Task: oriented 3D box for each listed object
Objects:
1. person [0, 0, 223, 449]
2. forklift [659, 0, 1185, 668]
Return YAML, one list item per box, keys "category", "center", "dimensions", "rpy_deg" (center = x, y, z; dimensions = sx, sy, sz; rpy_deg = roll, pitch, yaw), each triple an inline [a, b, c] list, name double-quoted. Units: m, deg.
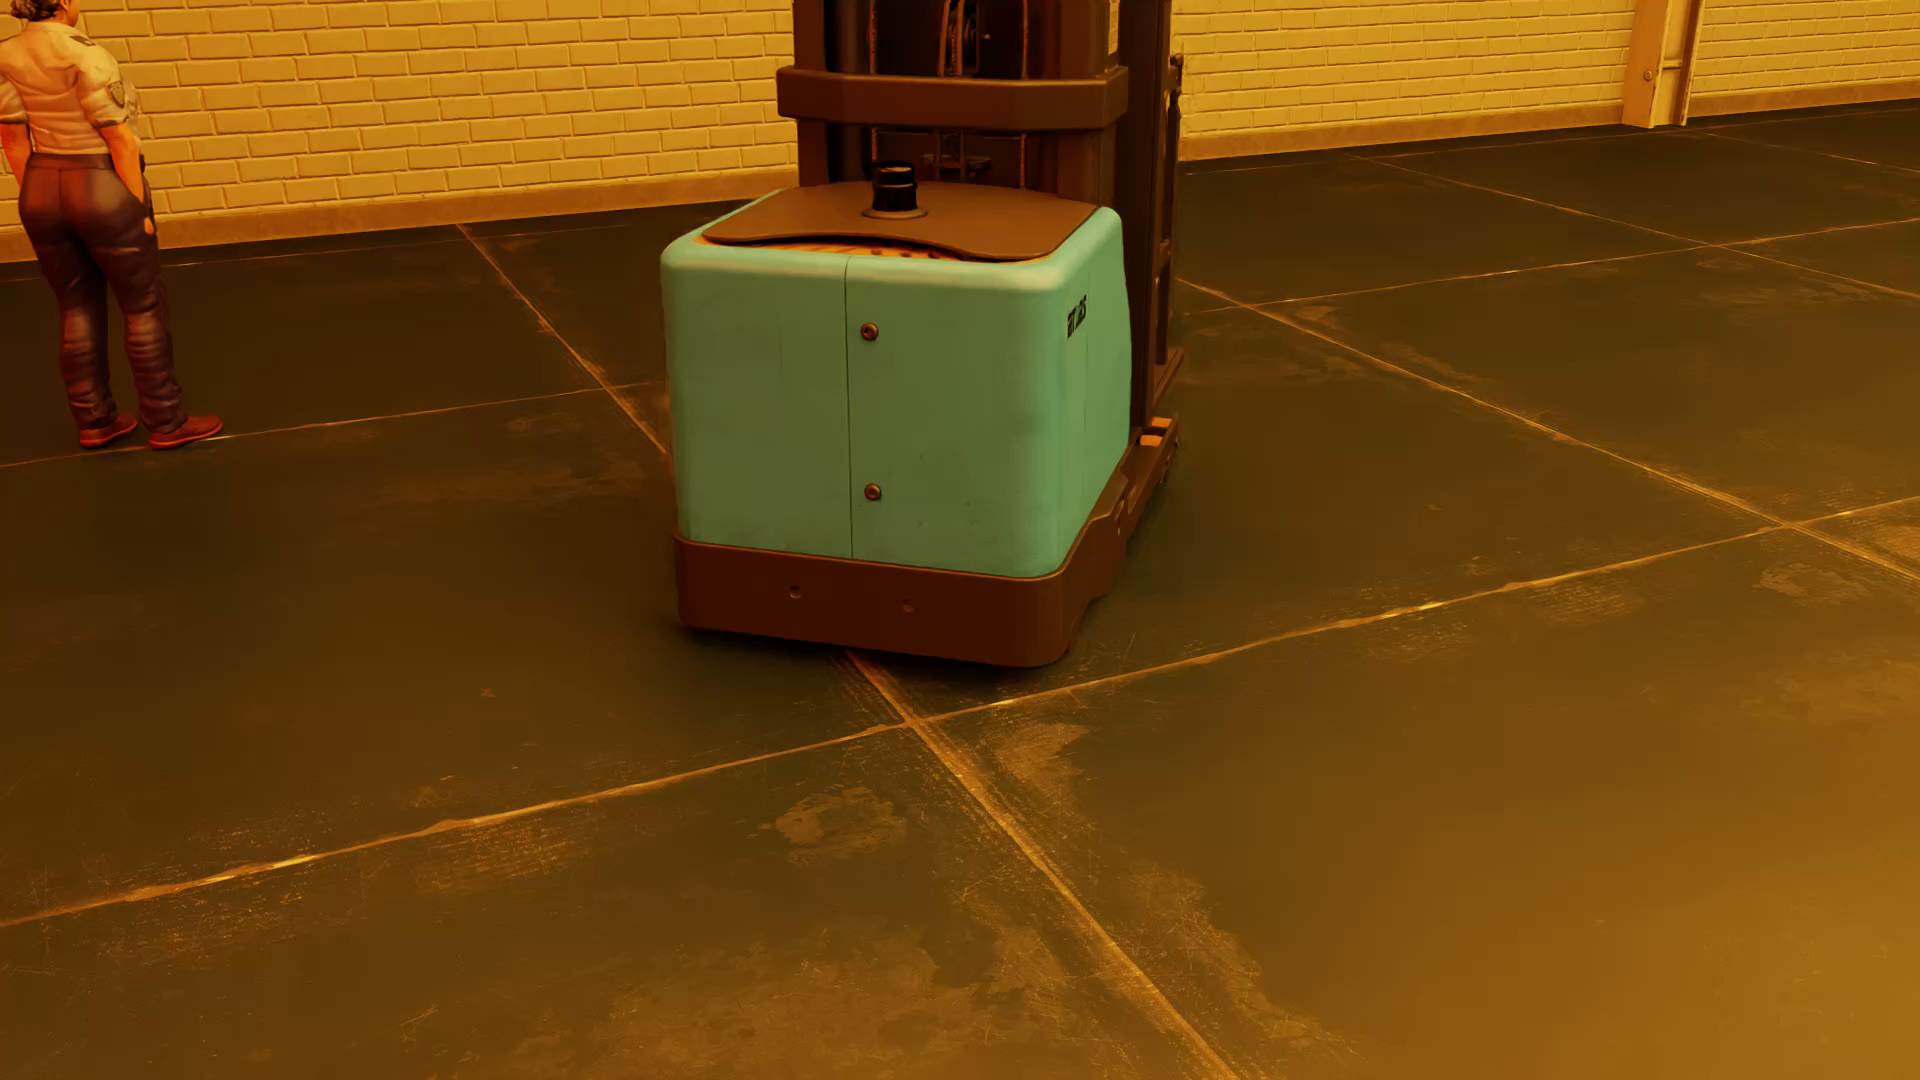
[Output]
- category: "person"
  center: [-2.946, -1.120, 5.663]
  dimensions: [0.485, 1.651, 0.363]
  rpy_deg: [3, 23, 7]
- category: "forklift"
  center: [0.133, -1.572, 5.069]
  dimensions: [1.130, 2.935, 3.031]
  rpy_deg: [6, 23, 14]
